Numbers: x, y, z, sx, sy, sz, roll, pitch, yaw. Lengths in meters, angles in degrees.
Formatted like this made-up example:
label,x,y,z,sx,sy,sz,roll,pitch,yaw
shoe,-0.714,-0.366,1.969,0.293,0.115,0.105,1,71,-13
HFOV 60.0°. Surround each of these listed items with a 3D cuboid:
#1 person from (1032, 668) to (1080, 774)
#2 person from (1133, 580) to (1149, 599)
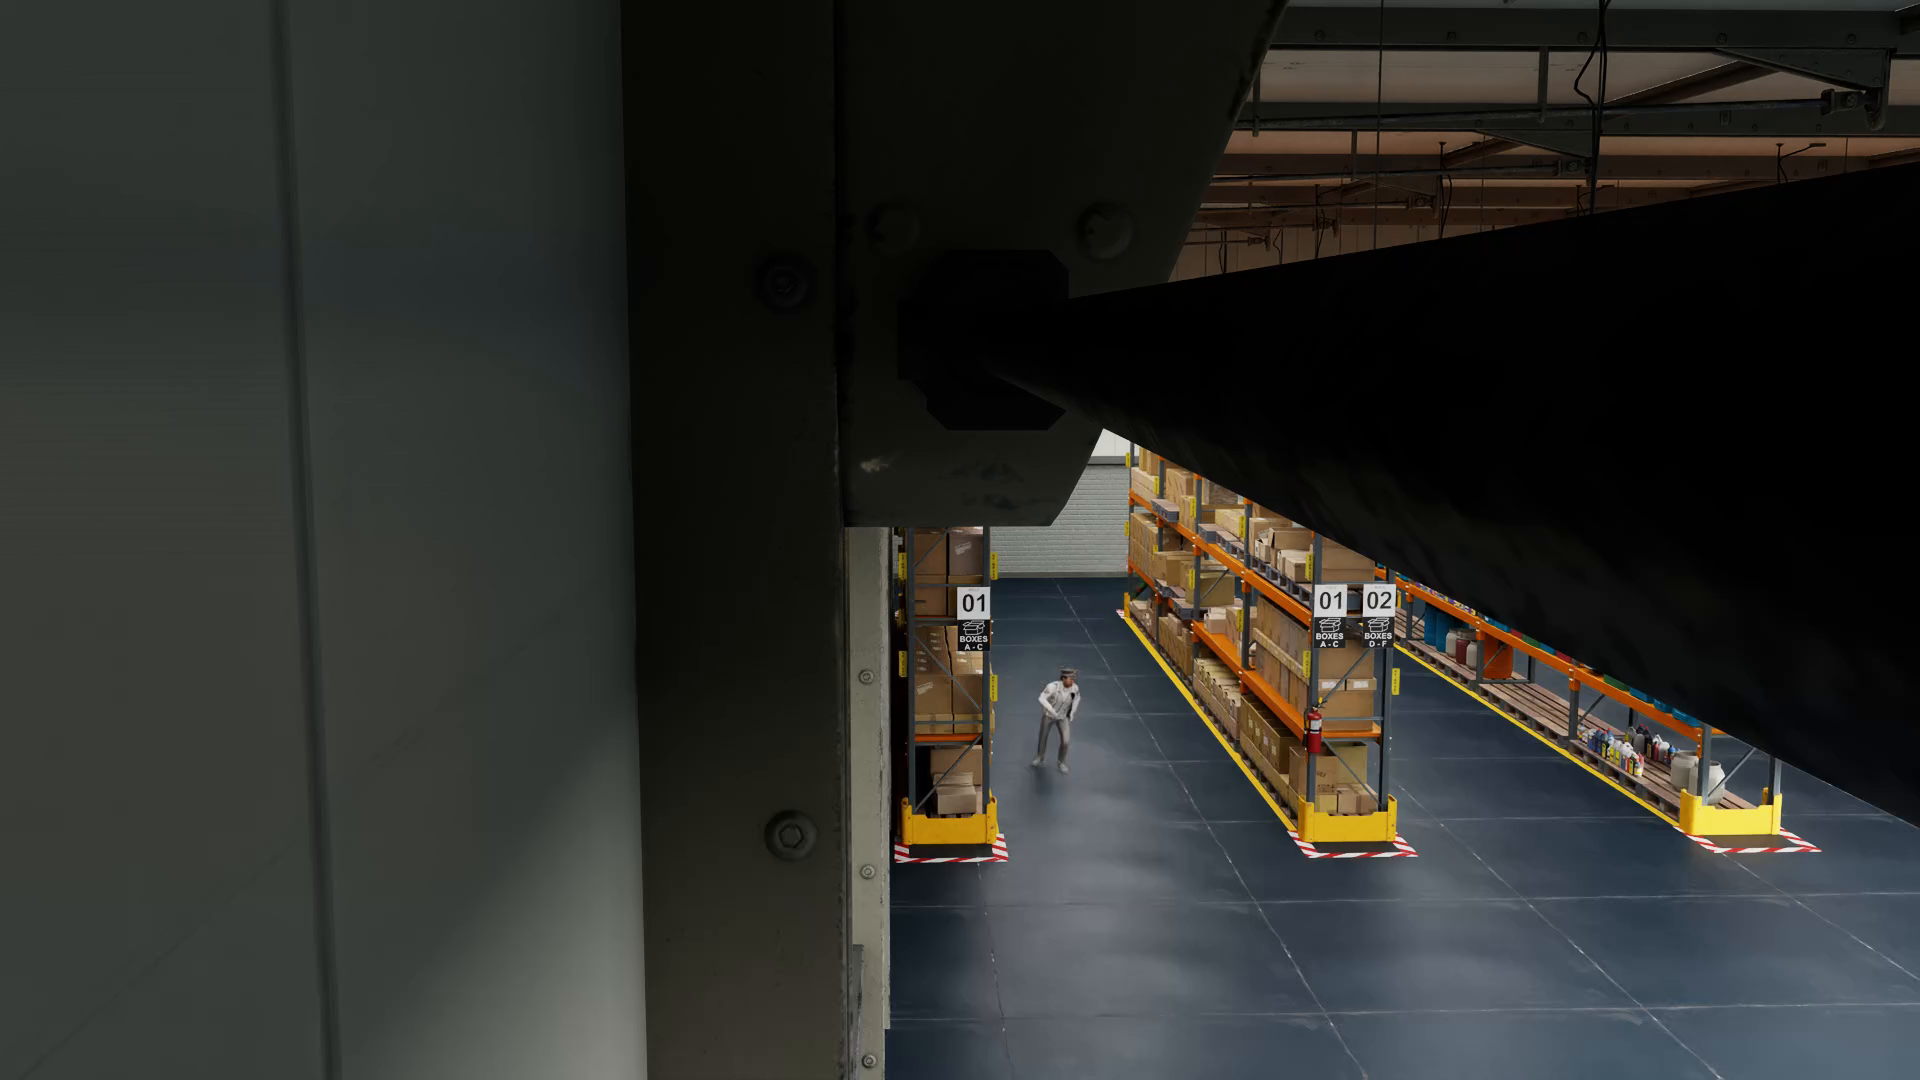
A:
label,x,y,z,sx,sy,sz,roll,pitch,yaw
person,1.378,2.554,23.825,0.651,1.554,0.780,-1,7,-5
person,4.290,0.657,37.523,0.921,1.762,0.667,0,7,0
